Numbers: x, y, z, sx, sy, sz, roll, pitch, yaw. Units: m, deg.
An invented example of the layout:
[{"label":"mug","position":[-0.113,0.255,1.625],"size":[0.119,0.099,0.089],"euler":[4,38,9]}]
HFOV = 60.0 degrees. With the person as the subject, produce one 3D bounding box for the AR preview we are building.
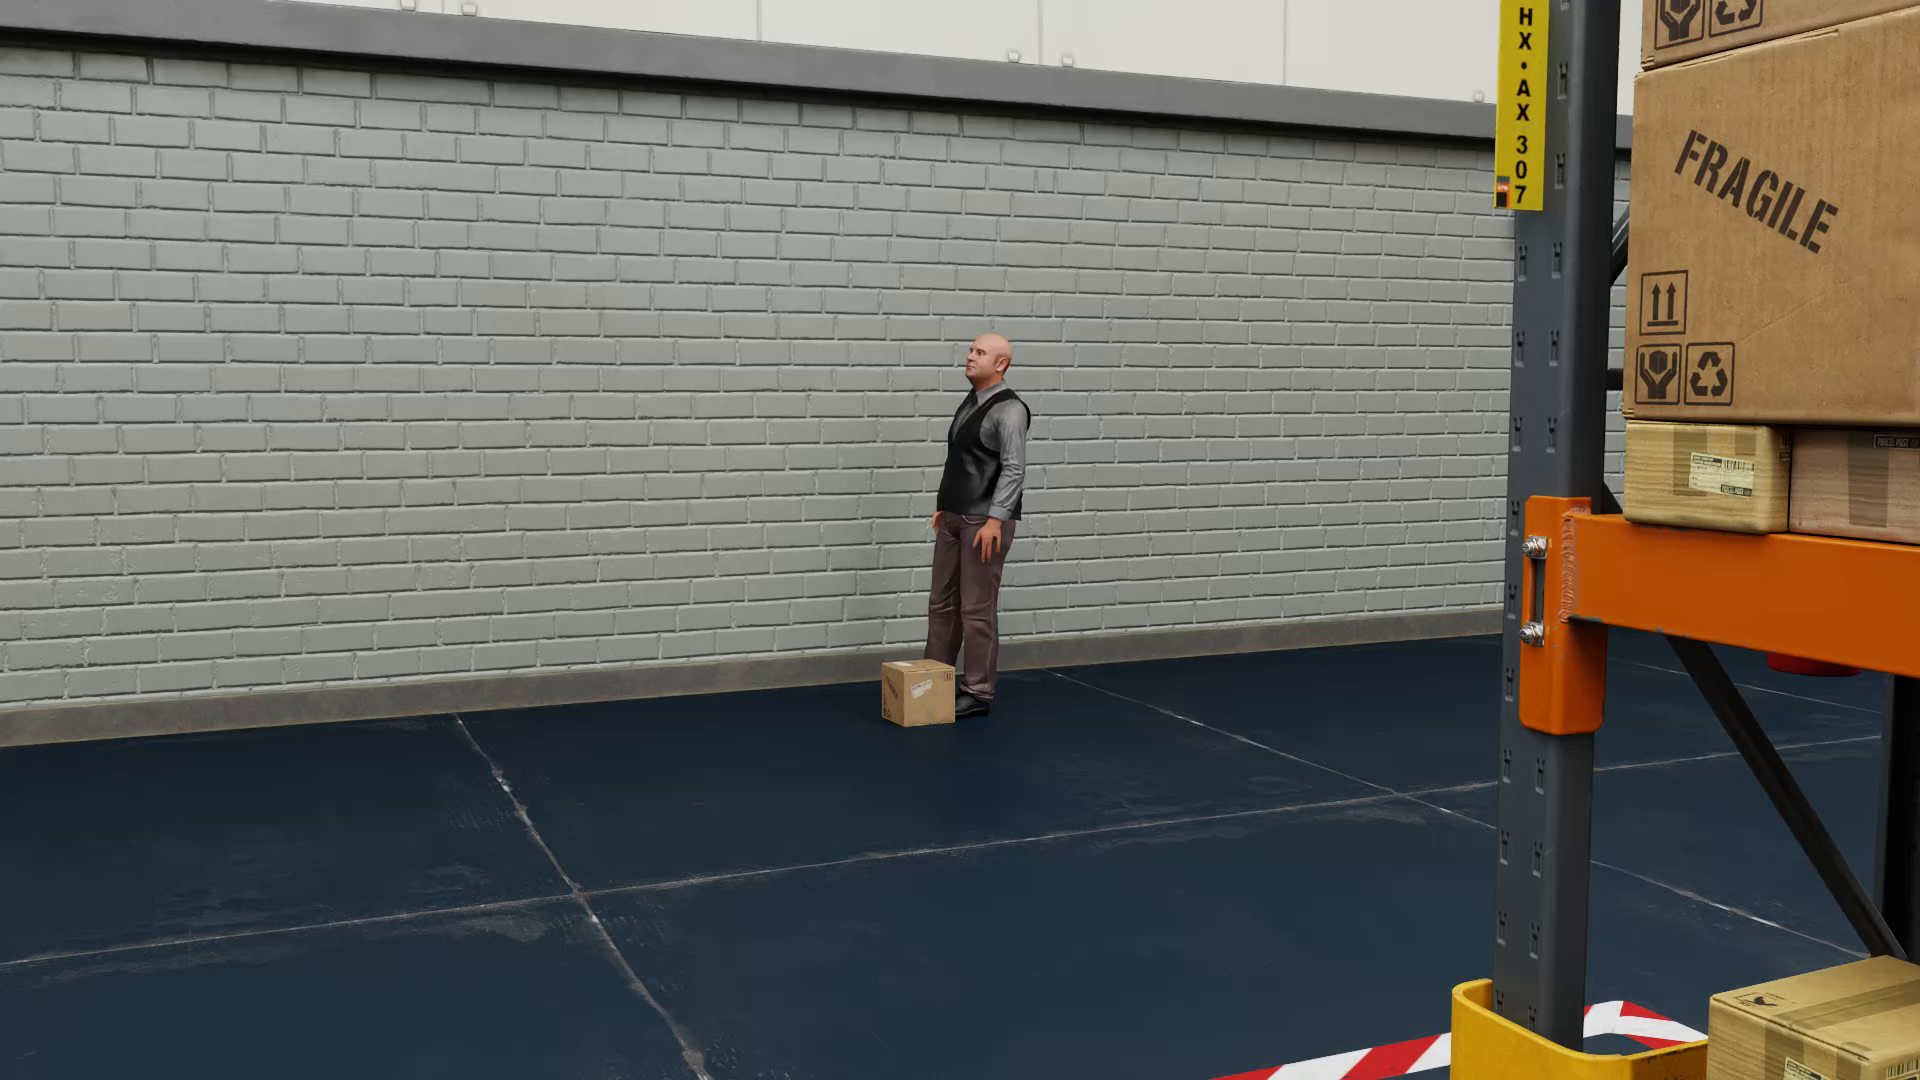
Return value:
[{"label":"person","position":[0.001,-0.067,7.508],"size":[0.552,1.720,0.632],"euler":[-2,6,-24]}]
